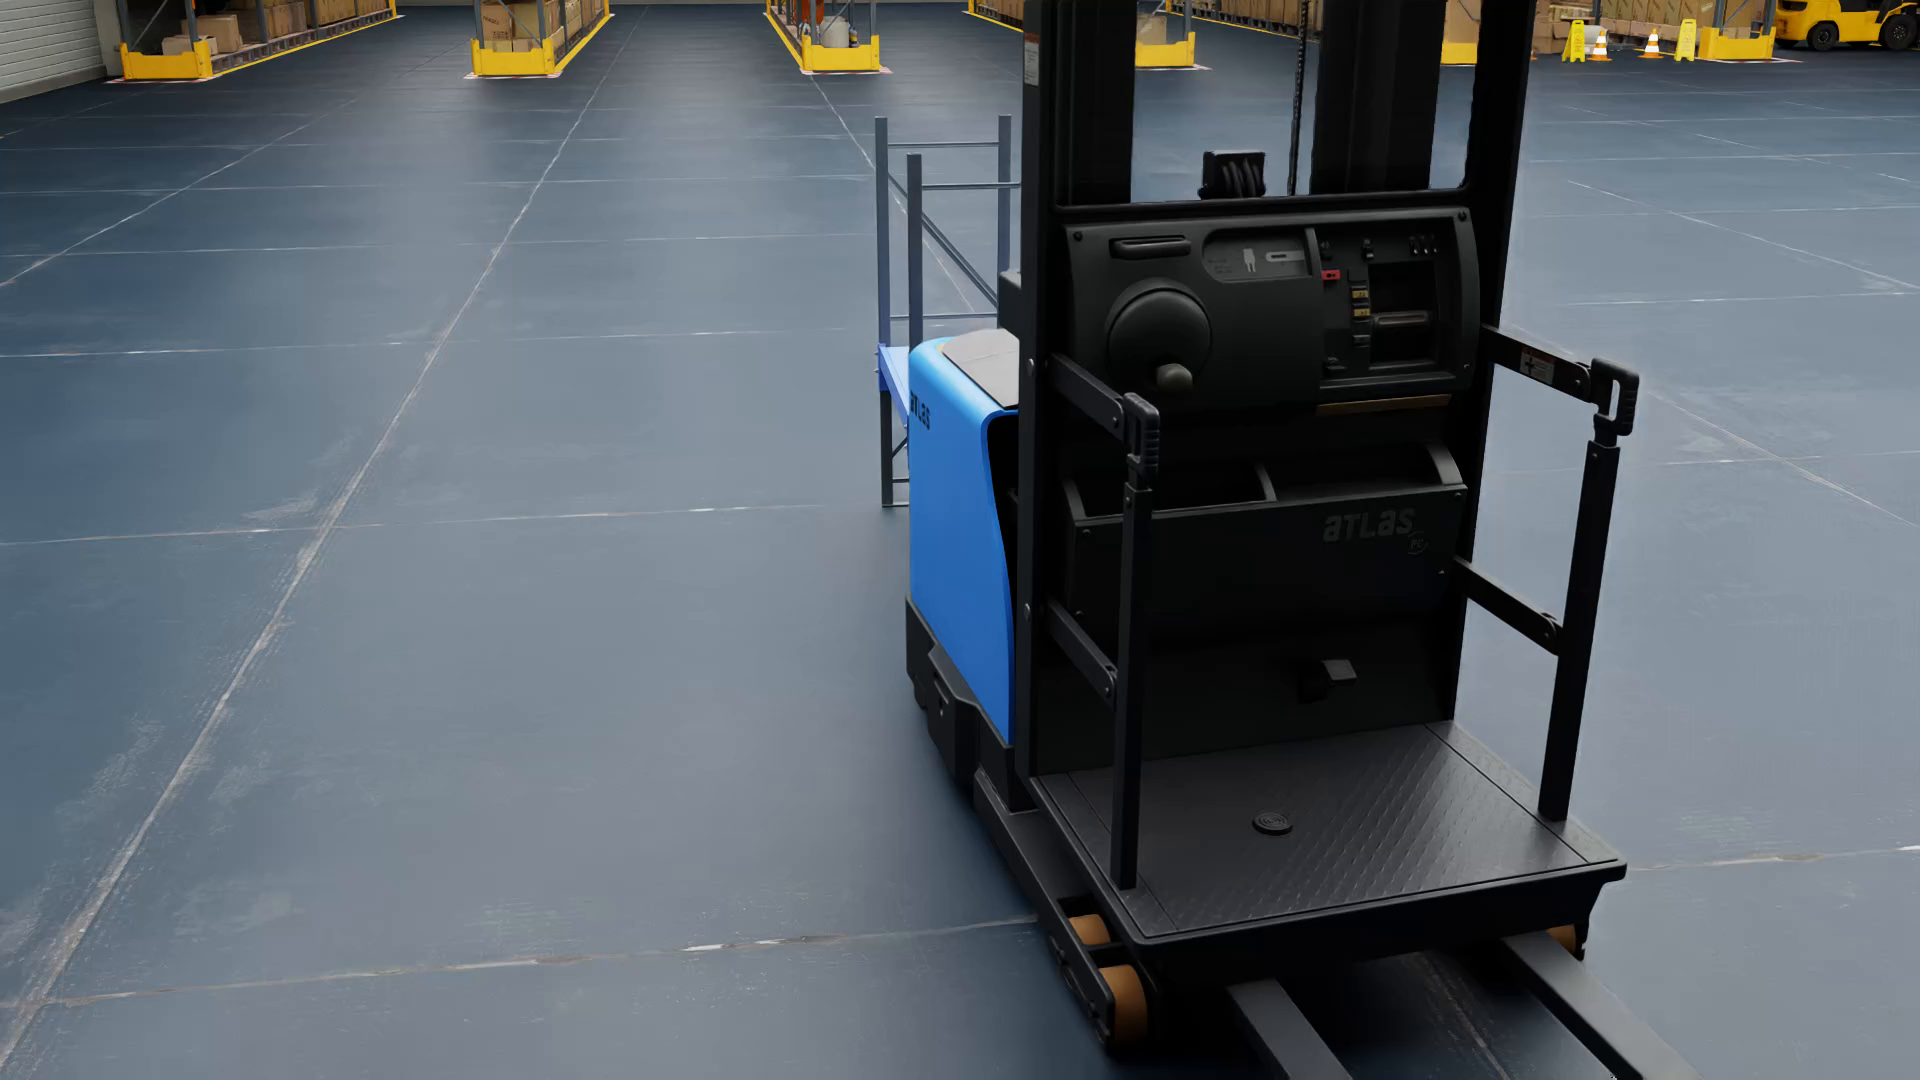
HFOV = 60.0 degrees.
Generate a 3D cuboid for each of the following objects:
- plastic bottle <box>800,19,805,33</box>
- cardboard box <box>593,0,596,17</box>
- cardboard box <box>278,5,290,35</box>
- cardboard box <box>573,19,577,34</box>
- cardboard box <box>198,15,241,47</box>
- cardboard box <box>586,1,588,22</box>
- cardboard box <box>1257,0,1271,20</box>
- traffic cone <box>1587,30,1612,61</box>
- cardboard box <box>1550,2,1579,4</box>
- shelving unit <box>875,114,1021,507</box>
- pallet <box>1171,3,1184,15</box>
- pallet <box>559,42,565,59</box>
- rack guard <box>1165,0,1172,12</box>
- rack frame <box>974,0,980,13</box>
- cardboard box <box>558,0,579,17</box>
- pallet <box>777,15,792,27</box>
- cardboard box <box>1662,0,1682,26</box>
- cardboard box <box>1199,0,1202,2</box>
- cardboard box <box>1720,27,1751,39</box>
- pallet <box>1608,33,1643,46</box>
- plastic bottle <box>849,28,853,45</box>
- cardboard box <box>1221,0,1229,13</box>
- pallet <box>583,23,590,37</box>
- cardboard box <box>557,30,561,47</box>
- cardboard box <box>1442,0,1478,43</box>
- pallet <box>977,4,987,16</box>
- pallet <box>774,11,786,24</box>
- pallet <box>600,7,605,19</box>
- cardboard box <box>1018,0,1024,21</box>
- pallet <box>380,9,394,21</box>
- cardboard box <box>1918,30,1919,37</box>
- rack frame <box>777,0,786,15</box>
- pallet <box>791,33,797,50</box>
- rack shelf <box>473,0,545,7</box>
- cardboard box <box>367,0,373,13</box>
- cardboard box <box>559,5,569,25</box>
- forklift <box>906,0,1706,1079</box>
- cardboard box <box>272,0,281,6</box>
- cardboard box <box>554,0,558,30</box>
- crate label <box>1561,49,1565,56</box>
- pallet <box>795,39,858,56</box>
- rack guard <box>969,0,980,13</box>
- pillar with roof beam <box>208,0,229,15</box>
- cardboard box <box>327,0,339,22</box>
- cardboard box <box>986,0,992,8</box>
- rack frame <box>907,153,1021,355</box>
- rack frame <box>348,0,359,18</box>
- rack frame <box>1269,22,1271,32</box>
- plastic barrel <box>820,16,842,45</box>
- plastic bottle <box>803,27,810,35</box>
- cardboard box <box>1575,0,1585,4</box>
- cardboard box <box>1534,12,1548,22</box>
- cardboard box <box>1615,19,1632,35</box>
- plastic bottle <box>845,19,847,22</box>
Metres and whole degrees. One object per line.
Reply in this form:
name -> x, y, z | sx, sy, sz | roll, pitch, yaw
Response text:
plastic bottle -> -2.654, -8.712, 28.413 | 0.144, 0.351, 0.185 | -2, 21, -6
cardboard box -> -8.060, -11.448, 35.523 | 0.500, 0.500, 0.500 | -3, 21, -8
cardboard box -> -12.526, -9.366, 29.951 | 0.700, 0.500, 0.500 | -3, 21, -8
cardboard box -> -7.297, -9.392, 30.406 | 0.500, 0.250, 0.500 | -3, 21, -7
cardboard box -> -11.974, -8.226, 26.896 | 0.500, 0.500, 0.500 | -4, 21, -12
cardboard box -> -7.702, -10.572, 33.179 | 0.500, 0.500, 0.500 | -4, 21, -10
cardboard box -> 6.534, -11.138, 34.722 | 0.500, 0.500, 0.500 | -3, 21, -8
traffic cone -> 10.537, -8.134, 27.333 | 0.336, 0.463, 0.334 | -3, 21, -8
cardboard box -> 11.957, -10.697, 33.724 | 0.950, 0.372, 0.625 | -3, 21, -9
shelving unit -> 0.012, -0.673, 5.875 | 0.538, 1.500, 1.048 | -3, 21, -8
pallet -> 5.827, -13.052, 40.859 | 1.003, 0.211, 1.213 | -3, 21, -8
pallet -> -7.189, -8.215, 27.910 | 1.003, 0.211, 1.213 | -3, 21, -8
rack guard -> 5.745, -13.470, 41.567 | 1.175, 0.500, 0.348 | -3, 21, -8
rack frame -> 0.812, -14.452, 40.624 | 1.000, 3.000, 0.127 | -3, 21, -8
cardboard box -> -7.438, -10.007, 31.250 | 0.500, 0.311, 0.500 | -3, 21, -9
pallet -> -3.443, -11.242, 36.014 | 1.003, 0.211, 1.213 | -3, 21, -8
cardboard box -> 12.472, -9.117, 28.597 | 0.500, 0.500, 0.500 | -2, 21, -6
cardboard box -> 5.848, -12.740, 39.089 | 0.380, 0.149, 0.250 | -2, 21, -6
cardboard box -> 13.082, -8.614, 28.322 | 0.500, 0.250, 0.500 | -3, 21, -8
pallet -> 12.480, -9.260, 30.708 | 1.003, 0.211, 1.213 | -3, 21, -8
plastic bottle -> -1.786, -8.353, 27.564 | 0.097, 0.271, 0.097 | 0, 20, 0
cardboard box -> 6.155, -12.039, 37.135 | 0.500, 0.500, 0.500 | -2, 21, -6
pallet -> -7.909, -10.138, 33.058 | 1.003, 0.211, 1.213 | -3, 21, -8
cardboard box -> -6.830, -8.212, 27.246 | 0.500, 0.250, 0.500 | -3, 21, -8
cardboard box -> 7.878, -8.560, 27.286 | 0.875, 0.875, 0.875 | -3, 21, -7
pallet -> 1.004, -12.873, 40.381 | 1.003, 0.211, 1.213 | -3, 21, -8
pallet -> -3.657, -11.764, 37.411 | 1.003, 0.211, 1.213 | -3, 21, -8
pallet -> -8.865, -12.345, 38.968 | 1.003, 0.211, 1.213 | -3, 21, -8
cardboard box -> 1.886, -11.124, 34.148 | 1.225, 0.875, 0.875 | -4, 21, -10
pallet -> -13.700, -12.123, 38.374 | 1.003, 0.211, 1.213 | -3, 21, -8
cardboard box -> 17.330, -9.066, 29.531 | 0.500, 0.250, 0.500 | -3, 21, -7
rack frame -> -3.513, -12.817, 36.247 | 1.000, 3.000, 0.127 | -3, 21, -8
pallet -> -2.511, -9.011, 30.041 | 1.003, 0.211, 1.213 | -3, 21, -8
rack shelf -> -6.974, -8.770, 26.437 | 1.077, 0.370, 4.000 | -3, 21, -8
cardboard box -> -13.464, -11.960, 36.922 | 0.700, 0.500, 0.500 | -2, 21, -6
cardboard box -> -7.075, -9.126, 28.891 | 0.500, 0.311, 0.500 | -3, 21, -8
forklift -> 0.730, -0.483, 3.320 | 1.130, 2.935, 3.031 | -6, 21, -15
cardboard box -> -12.485, -9.694, 29.757 | 0.500, 0.250, 0.500 | -3, 21, -8
cardboard box -> -6.842, -8.563, 27.113 | 0.500, 0.500, 0.500 | -3, 21, -8
crate label -> 10.362, -8.250, 28.110 | 0.250, 0.136, 0.298 | -15, 25, -35
pallet -> -2.304, -8.507, 28.690 | 1.003, 0.211, 1.213 | -3, 21, -8
rack guard -> 0.808, -13.289, 41.083 | 1.175, 0.500, 0.348 | -3, 21, -8
pillar with roof beam -> -9.148, -13.467, 29.411 | 9.100, 9.000, 0.400 | -3, 21, -8
cardboard box -> -12.836, -10.687, 33.016 | 0.750, 0.750, 0.750 | -3, 21, -8
cardboard box -> 1.114, -13.121, 39.496 | 0.875, 0.875, 0.875 | -3, 21, -8
rack frame -> 0.086, -0.497, 5.403 | 0.500, 1.500, 0.032 | -3, 21, -8
rack frame -> -13.317, -12.318, 34.909 | 1.000, 3.000, 0.127 | -3, 21, -8
rack frame -> 6.888, -11.897, 33.784 | 1.000, 3.000, 0.127 | -3, 21, -8
plastic barrel -> -2.026, -8.091, 26.549 | 0.421, 0.512, 0.421 | 0, 20, 0
plastic bottle -> -2.511, -8.343, 27.531 | 0.152, 0.276, 0.135 | -3, 21, -9
cardboard box -> 15.586, -13.527, 41.118 | 0.500, 0.500, 0.500 | -3, 21, -7
cardboard box -> 10.023, -9.110, 29.695 | 0.797, 0.637, 0.503 | -3, 21, -8
cardboard box -> 12.254, -9.304, 30.169 | 0.500, 0.250, 0.500 | -2, 21, -5
plastic bottle -> -1.954, -8.738, 28.481 | 0.144, 0.351, 0.185 | -4, 21, -10
